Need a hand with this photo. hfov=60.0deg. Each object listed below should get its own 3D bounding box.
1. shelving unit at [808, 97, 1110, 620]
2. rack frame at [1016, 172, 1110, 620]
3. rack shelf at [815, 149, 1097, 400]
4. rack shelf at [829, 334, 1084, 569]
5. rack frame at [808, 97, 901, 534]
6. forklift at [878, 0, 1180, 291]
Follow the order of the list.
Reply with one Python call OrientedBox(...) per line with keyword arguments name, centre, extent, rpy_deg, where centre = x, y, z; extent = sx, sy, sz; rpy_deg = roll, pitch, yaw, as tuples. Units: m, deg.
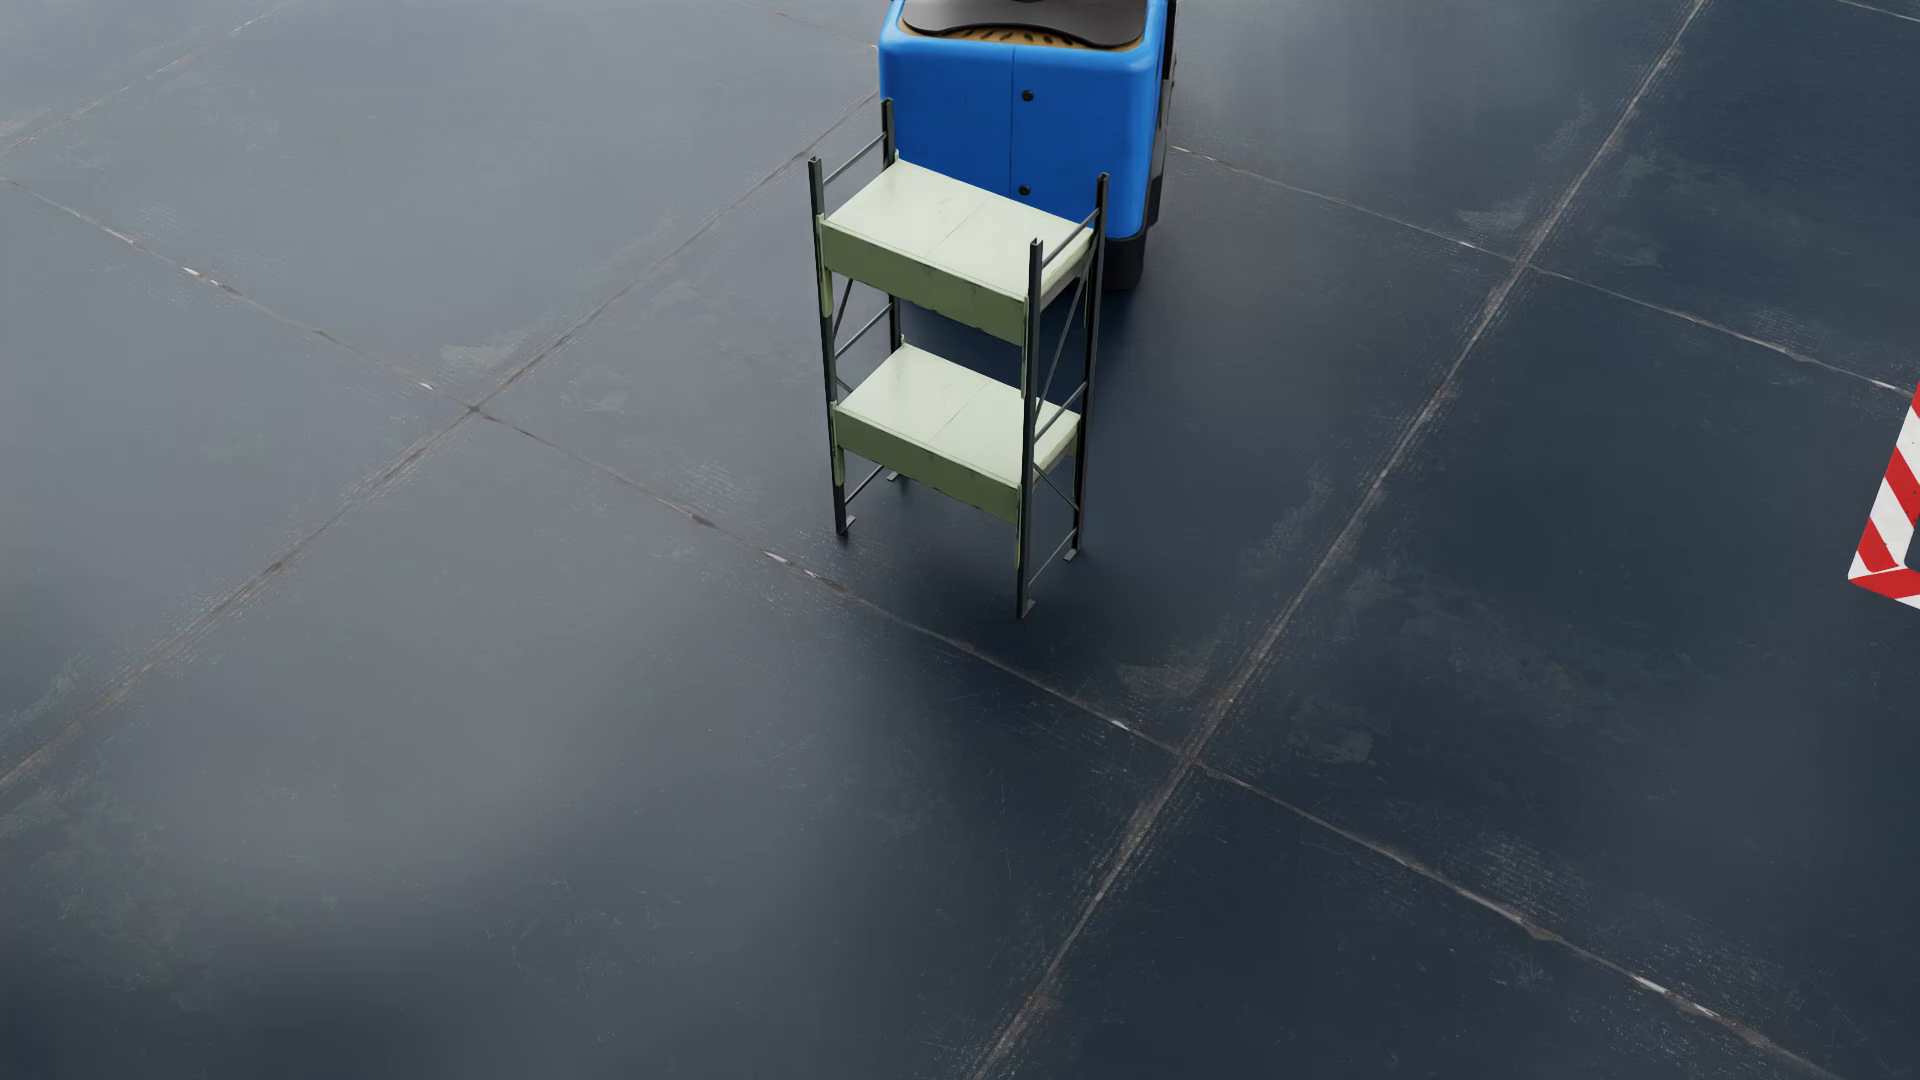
OrientedBox(name="shelving unit", centre=(-0.006, -0.525, 5.215), extent=(0.755, 1.500, 0.431), rpy_deg=(25, 51, 22))
OrientedBox(name="rack frame", centre=(0.302, -0.384, 5.077), extent=(0.023, 1.500, 0.400), rpy_deg=(25, 51, 22))
OrientedBox(name="rack shelf", centre=(-0.006, -0.797, 4.935), extent=(0.720, 0.370, 0.431), rpy_deg=(25, 51, 22))
OrientedBox(name="rack shelf", centre=(-0.006, -0.298, 5.448), extent=(0.720, 0.370, 0.431), rpy_deg=(25, 51, 22))
OrientedBox(name="rack frame", centre=(-0.314, -0.667, 5.352), extent=(0.023, 1.500, 0.400), rpy_deg=(25, 51, 22))
OrientedBox(name="forklift", centre=(0.423, -3.083, 6.702), extent=(1.130, 2.935, 3.031), rpy_deg=(6, 46, 6))
